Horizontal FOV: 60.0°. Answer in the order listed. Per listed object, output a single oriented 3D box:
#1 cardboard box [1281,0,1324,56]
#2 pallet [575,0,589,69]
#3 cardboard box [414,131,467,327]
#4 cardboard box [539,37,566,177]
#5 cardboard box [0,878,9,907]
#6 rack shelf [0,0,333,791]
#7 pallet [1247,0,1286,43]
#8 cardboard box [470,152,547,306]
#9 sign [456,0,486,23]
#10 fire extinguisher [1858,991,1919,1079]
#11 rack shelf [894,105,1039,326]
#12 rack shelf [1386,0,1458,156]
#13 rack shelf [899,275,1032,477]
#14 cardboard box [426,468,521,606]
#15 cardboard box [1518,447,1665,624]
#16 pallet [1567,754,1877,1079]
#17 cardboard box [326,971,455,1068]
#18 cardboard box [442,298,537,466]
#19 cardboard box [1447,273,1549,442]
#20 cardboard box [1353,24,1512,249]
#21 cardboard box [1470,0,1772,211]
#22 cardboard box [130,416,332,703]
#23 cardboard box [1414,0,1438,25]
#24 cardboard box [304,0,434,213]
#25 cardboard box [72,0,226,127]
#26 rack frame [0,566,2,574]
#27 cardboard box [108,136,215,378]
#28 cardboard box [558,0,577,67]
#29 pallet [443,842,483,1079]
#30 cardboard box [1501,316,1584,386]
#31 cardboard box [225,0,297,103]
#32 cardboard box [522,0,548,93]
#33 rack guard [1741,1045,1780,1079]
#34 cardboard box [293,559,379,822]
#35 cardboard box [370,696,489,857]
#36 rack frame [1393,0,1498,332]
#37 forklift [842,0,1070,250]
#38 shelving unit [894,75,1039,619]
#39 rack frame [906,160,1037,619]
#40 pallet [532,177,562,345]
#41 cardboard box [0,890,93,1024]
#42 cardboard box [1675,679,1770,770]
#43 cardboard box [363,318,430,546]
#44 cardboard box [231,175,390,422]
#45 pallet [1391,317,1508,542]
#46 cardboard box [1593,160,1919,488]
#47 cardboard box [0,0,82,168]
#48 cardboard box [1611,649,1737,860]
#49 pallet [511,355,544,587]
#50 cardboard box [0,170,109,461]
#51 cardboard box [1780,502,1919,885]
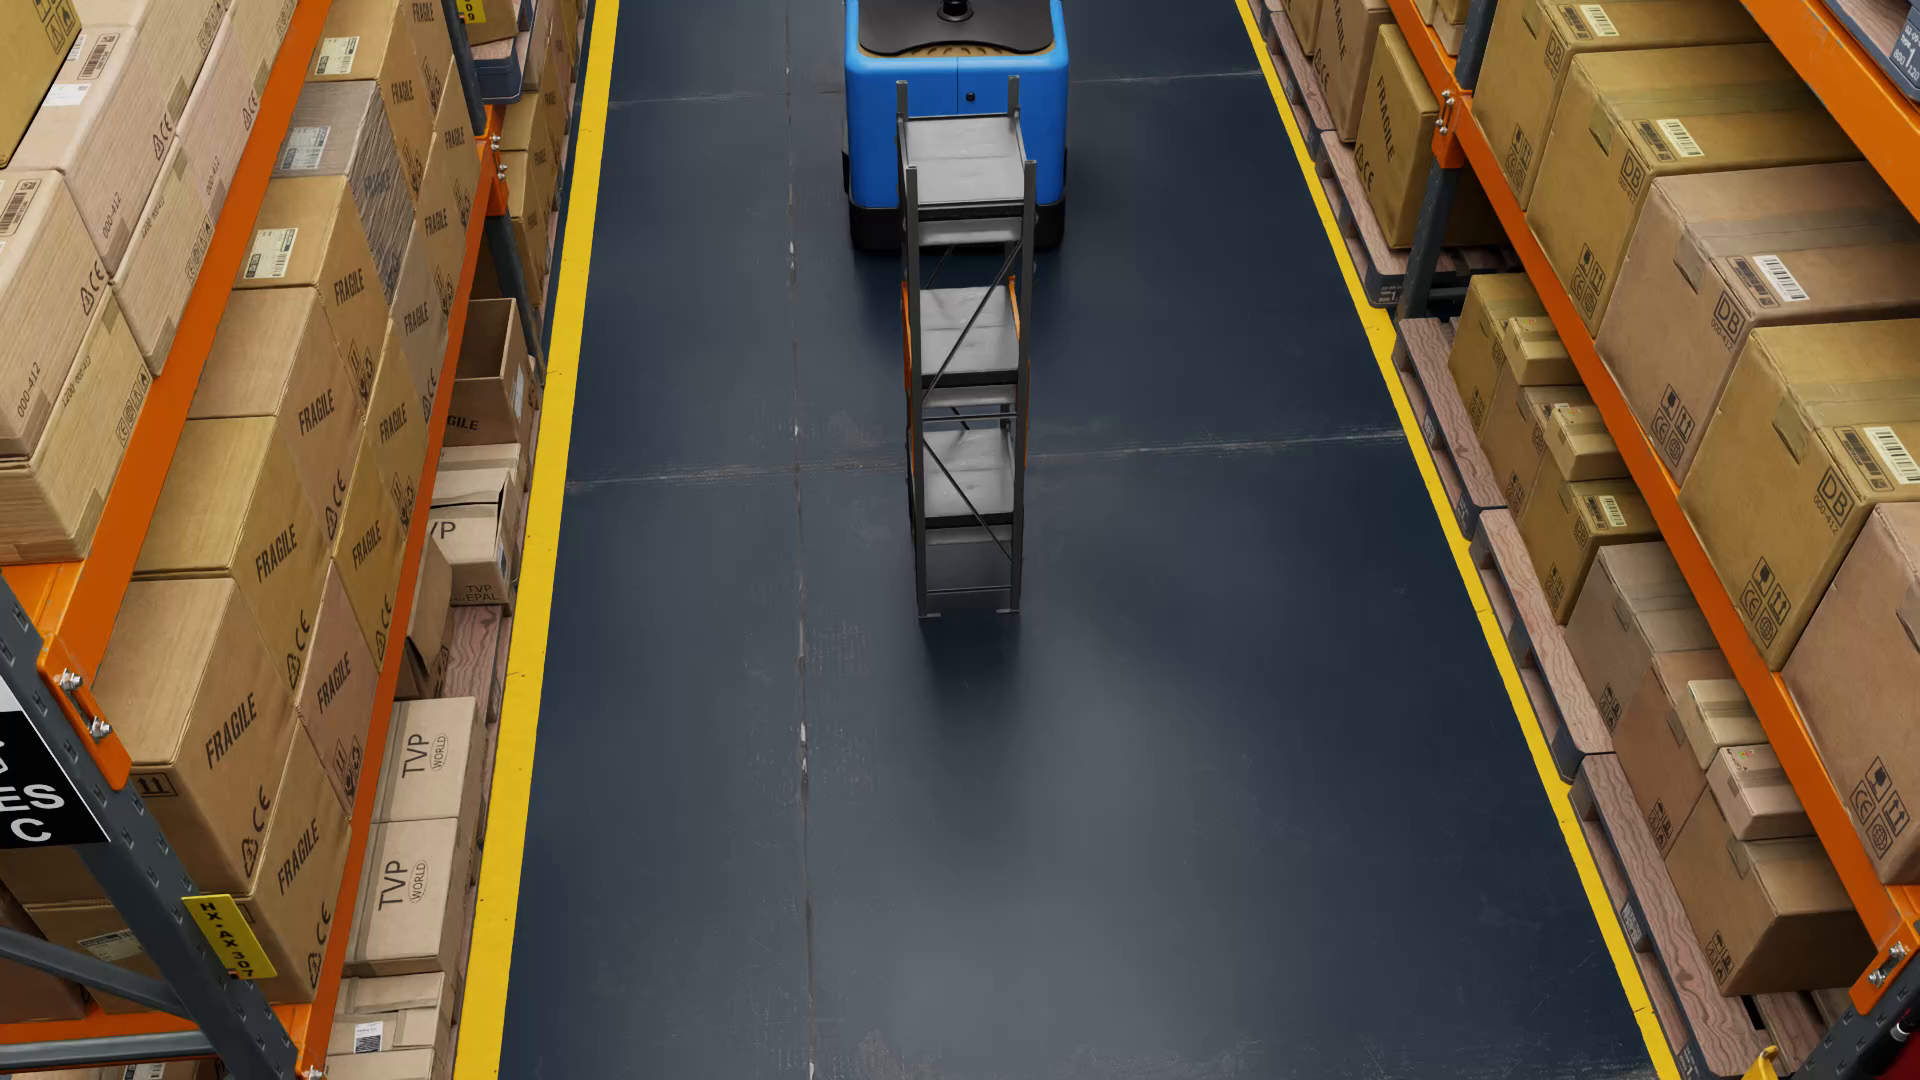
[{"bbox_3d":[2.211,-3.167,9.011,0.750,0.750,0.750,-4,47,-3],"label":"cardboard box"},{"bbox_3d":[-2.698,-3.131,9.706,1.003,0.211,1.213,-3,47,-3],"label":"pallet"},{"bbox_3d":[-2.046,-1.053,5.749,0.500,0.500,0.500,-2,47,-2],"label":"cardboard box"},{"bbox_3d":[-2.276,-2.142,8.268,0.500,0.500,0.500,-3,47,-3],"label":"cardboard box"},{"bbox_3d":[-2.364,0.472,3.616,0.500,0.500,0.500,-4,47,-4],"label":"cardboard box"},{"bbox_3d":[-2.220,-1.075,4.268,1.077,0.370,4.000,-3,47,-3],"label":"rack shelf"},{"bbox_3d":[2.204,-3.402,9.963,1.003,0.211,1.213,-3,47,-3],"label":"pallet"},{"bbox_3d":[-2.185,-1.395,7.560,0.500,0.500,0.500,-5,47,-5],"label":"cardboard box"},{"bbox_3d":[-1.848,-2.074,6.189,0.100,0.325,0.005,-3,47,-3],"label":"sign"},{"bbox_3d":[2.436,1.144,4.047,0.296,0.674,0.183,-3,47,-3],"label":"fire extinguisher"},{"bbox_3d":[0.014,-1.074,5.512,0.431,0.518,0.480,-3,47,-3],"label":"rack shelf"},{"bbox_3d":[2.381,-3.242,8.386,1.077,0.370,4.000,-3,47,-3],"label":"rack shelf"},{"bbox_3d":[0.014,-0.593,6.021,0.431,0.518,0.480,-3,47,-3],"label":"rack shelf"},{"bbox_3d":[-1.995,-0.027,6.395,0.500,0.311,0.500,-3,47,-3],"label":"cardboard box"},{"bbox_3d":[2.588,-0.044,6.295,0.700,0.500,0.500,-3,47,-2],"label":"cardboard box"},{"bbox_3d":[2.738,1.237,5.569,1.003,0.211,1.213,-3,47,-3],"label":"pallet"},{"bbox_3d":[-1.766,1.474,5.073,0.380,0.166,0.250,-3,47,-3],"label":"cardboard box"},{"bbox_3d":[-2.057,-0.635,6.840,0.500,0.500,0.500,-3,47,-3],"label":"cardboard box"},{"bbox_3d":[2.509,-0.779,6.991,0.700,0.500,0.500,-3,47,-3],"label":"cardboard box"},{"bbox_3d":[2.364,-1.909,7.820,0.750,0.750,0.750,-3,47,-3],"label":"cardboard box"},{"bbox_3d":[2.577,-1.752,6.273,0.980,0.700,0.700,-3,47,-3],"label":"cardboard box"},{"bbox_3d":[-1.879,0.063,4.003,0.500,0.500,0.500,-3,47,-3],"label":"cardboard box"},{"bbox_3d":[2.193,-2.371,7.225,0.380,0.149,0.250,-3,47,-3],"label":"cardboard box"},{"bbox_3d":[-2.042,-1.396,5.385,0.500,0.500,0.500,-4,47,-4],"label":"cardboard box"},{"bbox_3d":[-1.920,-1.107,3.562,0.500,0.250,0.500,-3,47,-3],"label":"cardboard box"},{"bbox_3d":[-2.053,-0.907,1.548,1.000,3.000,0.127,-3,47,-3],"label":"rack frame"},{"bbox_3d":[-1.872,-0.574,3.401,0.500,0.250,0.500,-3,47,-3],"label":"cardboard box"},{"bbox_3d":[-2.367,-2.887,8.973,0.500,0.500,0.500,-5,47,-5],"label":"cardboard box"},{"bbox_3d":[-2.127,1.483,5.337,1.003,0.211,1.213,-3,47,-3],"label":"pallet"},{"bbox_3d":[2.355,-0.744,6.510,0.380,0.149,0.250,-2,47,-2],"label":"cardboard box"},{"bbox_3d":[-1.963,-1.297,4.086,0.500,0.250,0.500,-3,47,-3],"label":"cardboard box"},{"bbox_3d":[-2.269,-2.376,7.973,0.500,0.250,0.500,-3,47,-3],"label":"cardboard box"},{"bbox_3d":[2.885,1.729,4.905,1.175,0.500,0.348,-3,47,-3],"label":"rack guard"},{"bbox_3d":[-1.876,0.412,4.362,0.500,0.500,0.500,-4,47,-4],"label":"cardboard box"},{"bbox_3d":[-1.899,0.816,5.638,0.500,0.250,0.500,-3,47,-3],"label":"cardboard box"},{"bbox_3d":[2.548,-2.042,6.754,1.000,3.000,0.127,-3,47,-3],"label":"rack frame"},{"bbox_3d":[-0.058,-3.487,8.170,1.130,2.935,3.031,-1,47,-1],"label":"forklift"},{"bbox_3d":[0.014,-0.602,6.011,0.431,2.100,0.503,-3,47,-3],"label":"shelving unit"},{"bbox_3d":[0.034,-0.426,5.844,0.400,2.100,0.015,-3,47,-3],"label":"rack frame"},{"bbox_3d":[-2.494,-1.365,8.034,1.003,0.211,1.213,-3,47,-3],"label":"pallet"},{"bbox_3d":[-2.362,0.814,3.981,0.500,0.500,0.500,-2,47,-2],"label":"cardboard box"},{"bbox_3d":[2.510,0.577,5.260,0.380,0.149,0.250,-2,47,-2],"label":"cardboard box"},{"bbox_3d":[-1.955,-0.314,5.049,0.500,0.500,0.500,-3,47,-3],"label":"cardboard box"},{"bbox_3d":[-1.959,-0.667,4.695,0.500,0.500,0.500,-4,47,-4],"label":"cardboard box"},{"bbox_3d":[2.534,-0.528,7.241,1.003,0.211,1.213,-3,47,-3],"label":"pallet"},{"bbox_3d":[2.704,-0.697,5.274,0.980,0.700,0.700,-6,47,-5],"label":"cardboard box"},{"bbox_3d":[-2.070,-0.991,2.936,0.700,0.500,0.500,-3,47,-3],"label":"cardboard box"},{"bbox_3d":[2.683,0.705,5.585,0.700,0.500,0.500,-4,47,-3],"label":"cardboard box"},{"bbox_3d":[-2.331,-0.282,7.009,1.003,0.211,1.213,-3,47,-3],"label":"pallet"},{"bbox_3d":[-1.837,-0.383,2.877,0.500,0.250,0.500,-3,47,-3],"label":"cardboard box"},{"bbox_3d":[2.830,0.381,4.253,0.980,0.700,0.700,-2,47,-1],"label":"cardboard box"}]
